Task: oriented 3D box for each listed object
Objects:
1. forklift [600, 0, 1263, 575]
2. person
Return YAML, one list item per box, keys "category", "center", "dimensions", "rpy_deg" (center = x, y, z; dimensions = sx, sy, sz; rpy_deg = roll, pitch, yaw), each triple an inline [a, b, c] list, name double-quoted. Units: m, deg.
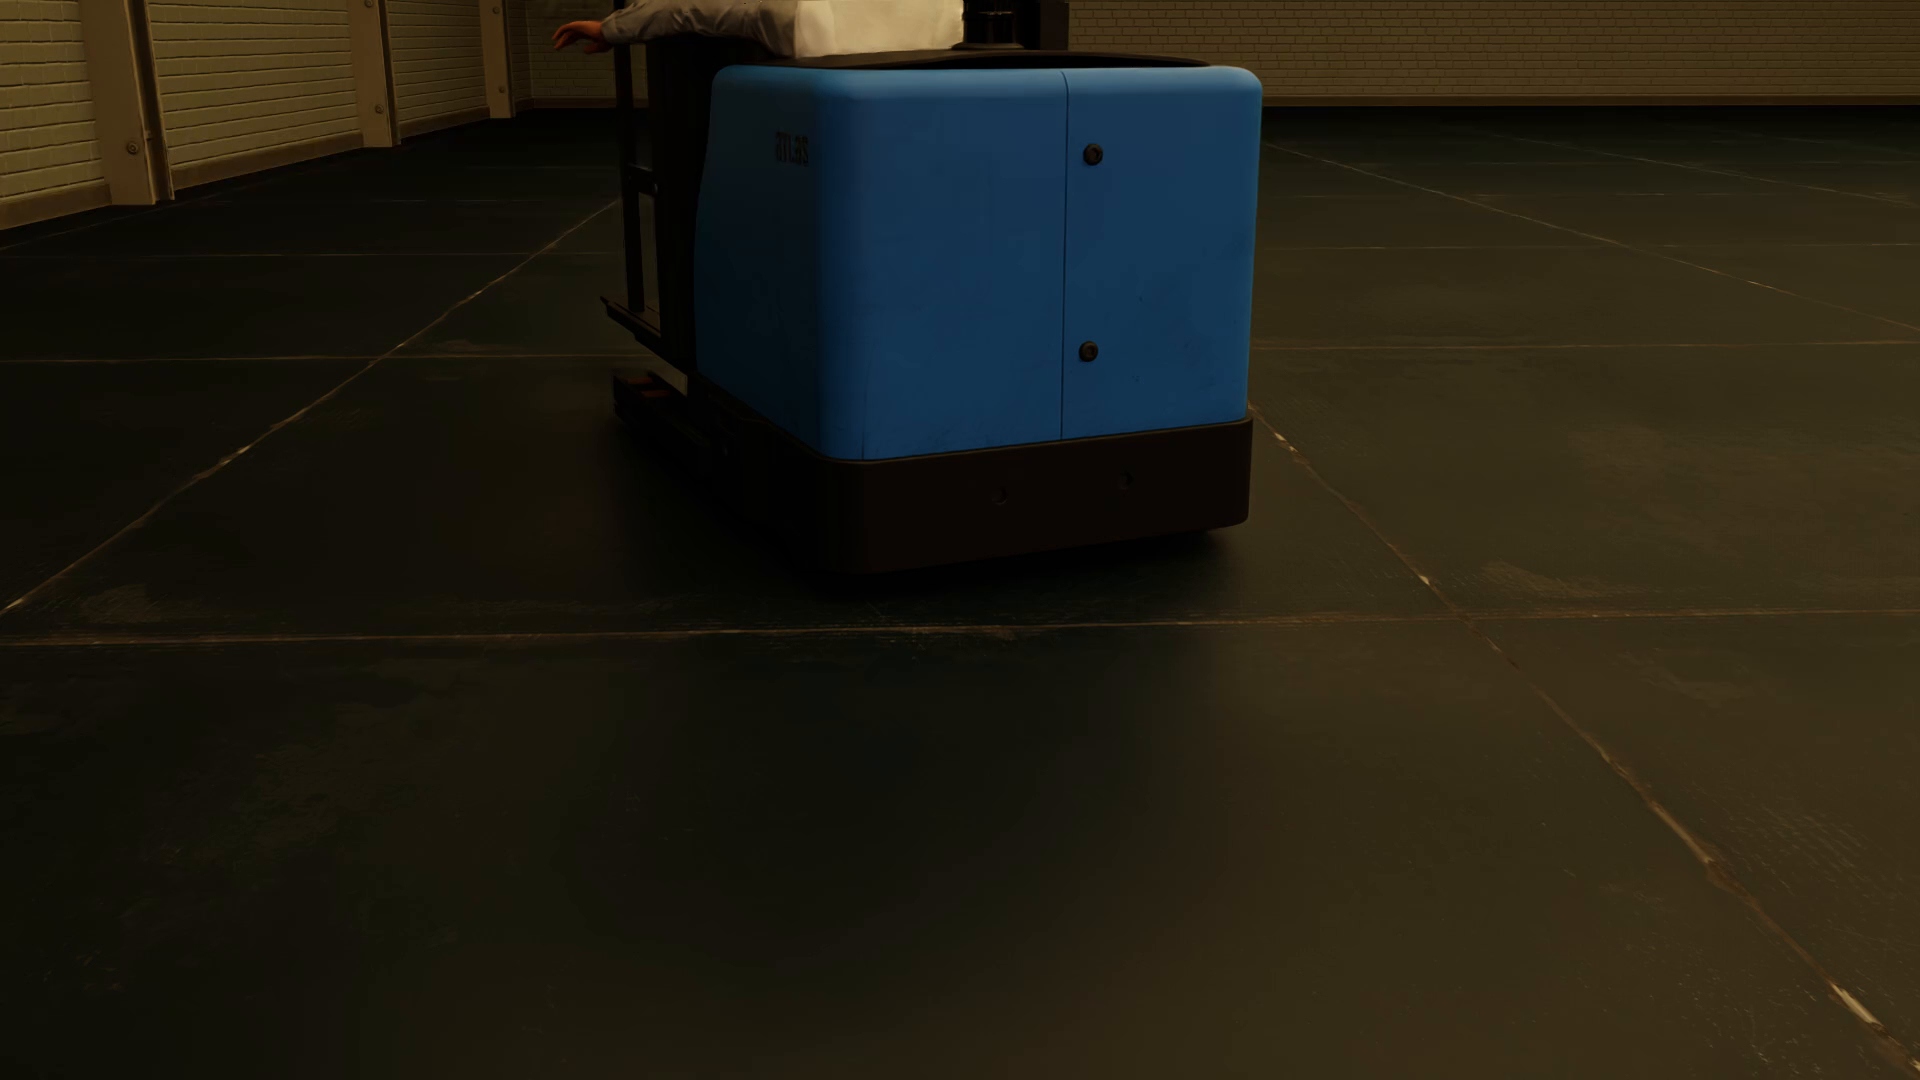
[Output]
- category: "forklift"
  center: [-0.390, -1.718, 4.523]
  dimensions: [1.130, 2.935, 3.031]
  rpy_deg: [-7, 18, -23]
- category: "person"
  center: [-0.222, -0.843, 4.102]
  dimensions: [1.513, 1.488, 0.799]
  rpy_deg: [-2, 17, -6]
